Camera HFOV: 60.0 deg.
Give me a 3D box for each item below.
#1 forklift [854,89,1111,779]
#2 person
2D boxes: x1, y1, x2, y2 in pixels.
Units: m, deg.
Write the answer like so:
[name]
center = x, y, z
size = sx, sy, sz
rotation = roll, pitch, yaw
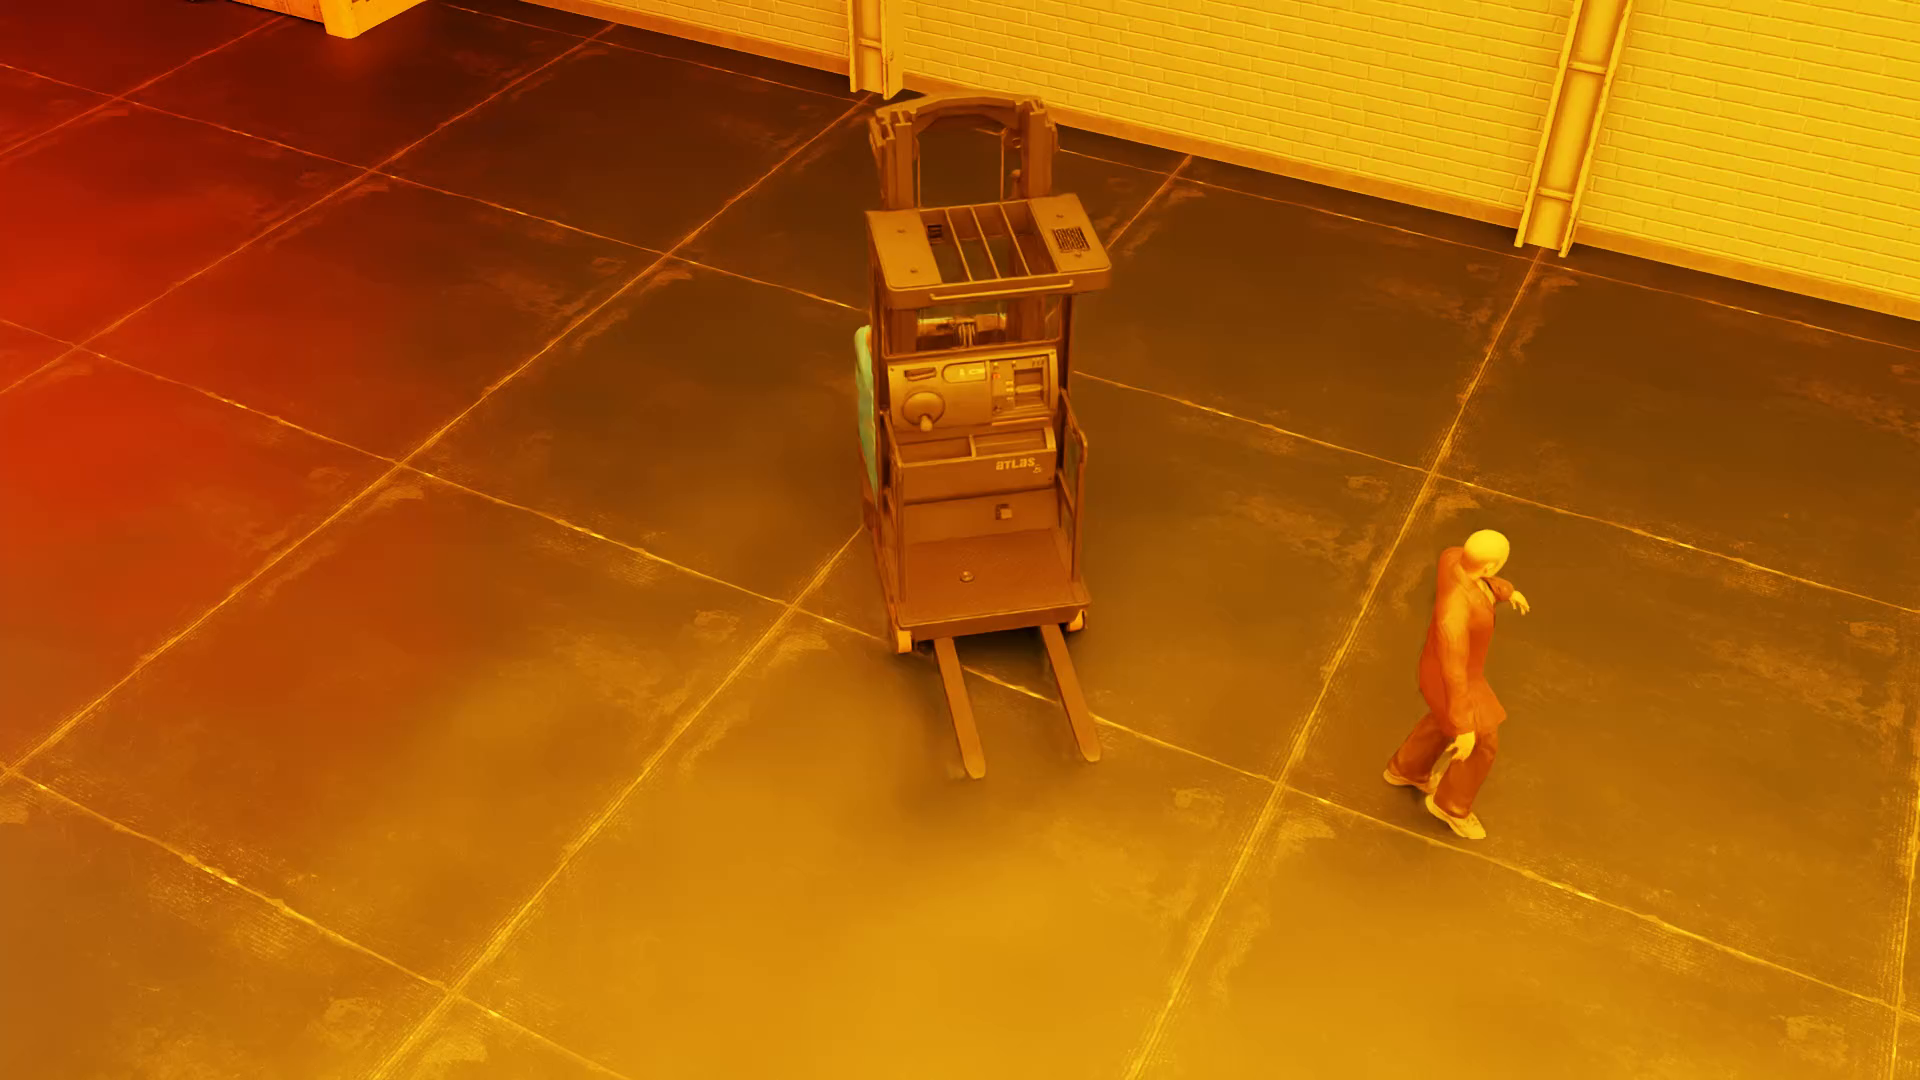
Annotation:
[forklift]
center = 0.115, -0.735, 8.859
size = 1.130, 2.935, 3.031
rotation = -7, 41, -8
[person]
center = 2.482, 0.688, 8.128
size = 0.557, 1.808, 0.994
rotation = 11, 41, 12
